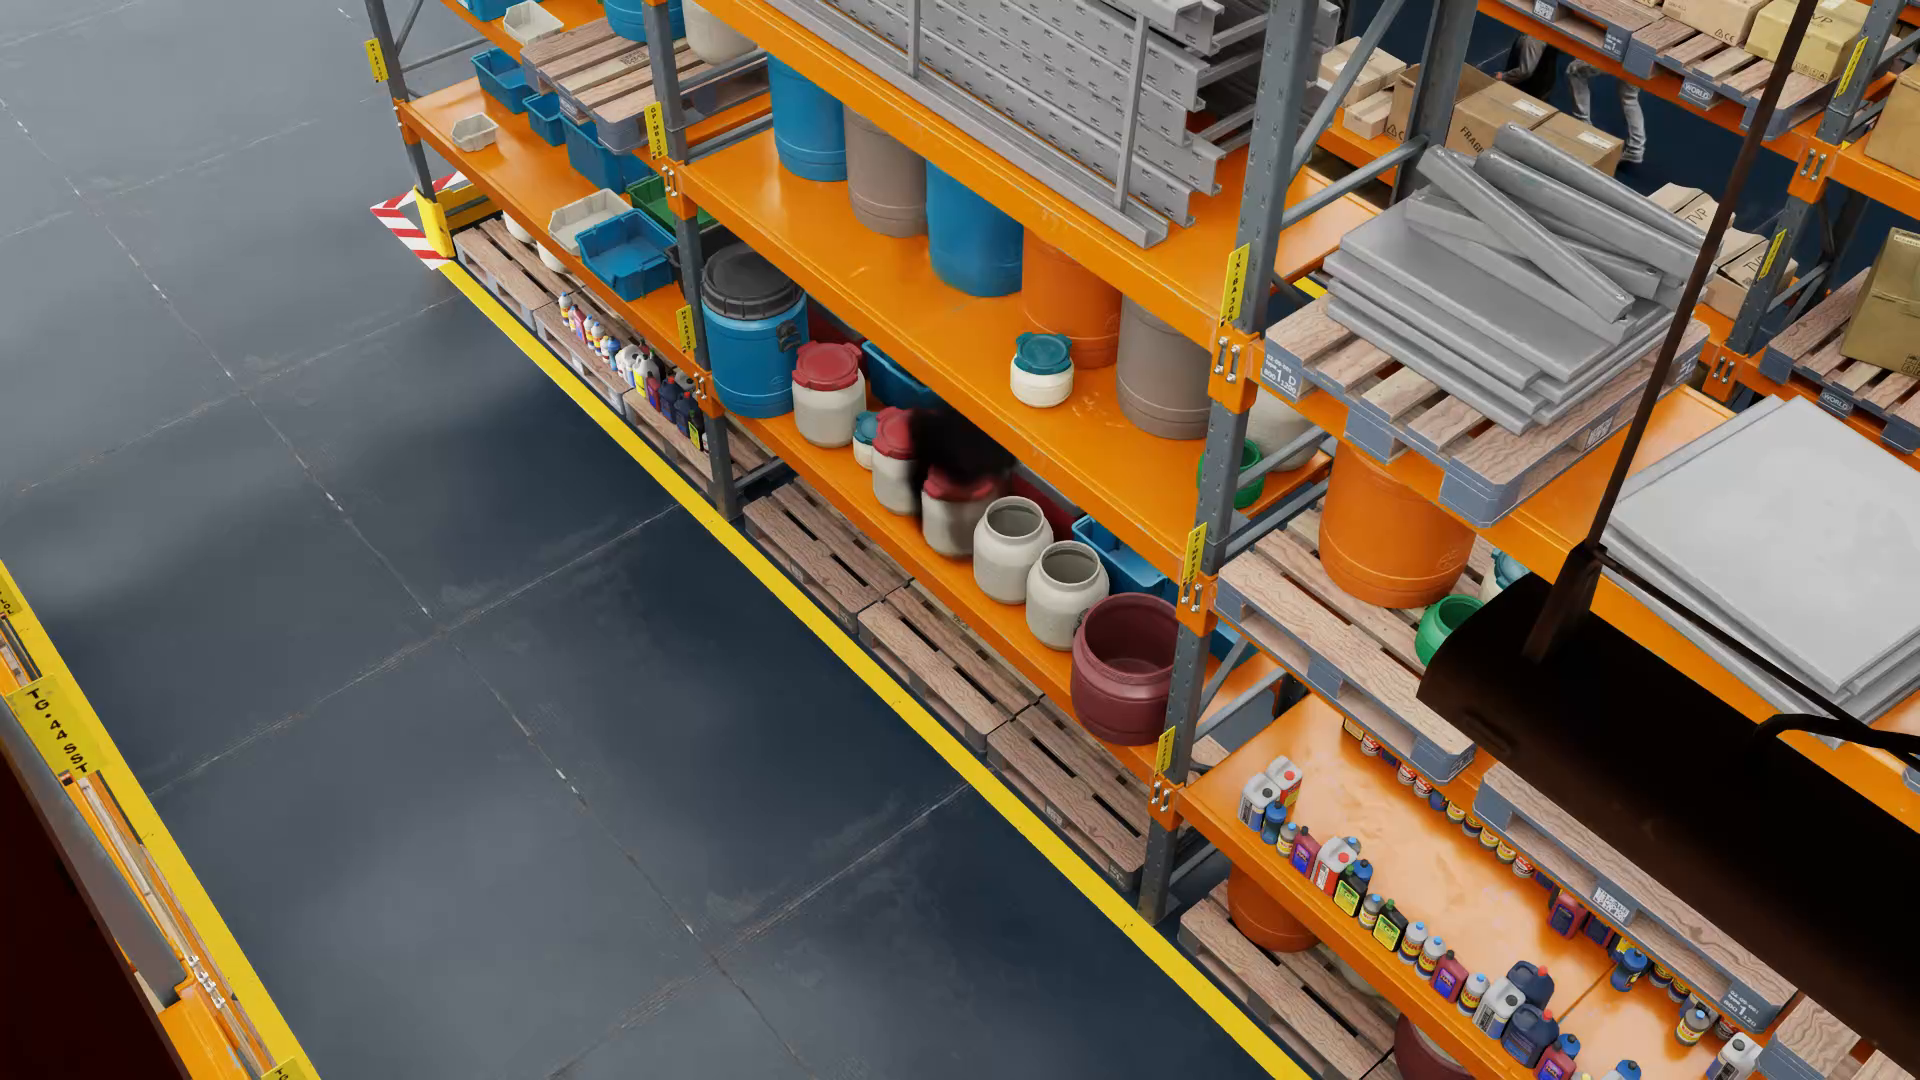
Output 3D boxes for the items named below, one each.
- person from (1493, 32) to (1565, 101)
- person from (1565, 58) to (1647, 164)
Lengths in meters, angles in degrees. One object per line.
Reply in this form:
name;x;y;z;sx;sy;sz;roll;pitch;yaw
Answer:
person;4.541;-3.562;13.210;0.605;1.702;0.682;35;56;28
person;5.361;-3.916;13.496;0.669;1.748;0.940;-27;52;-23
